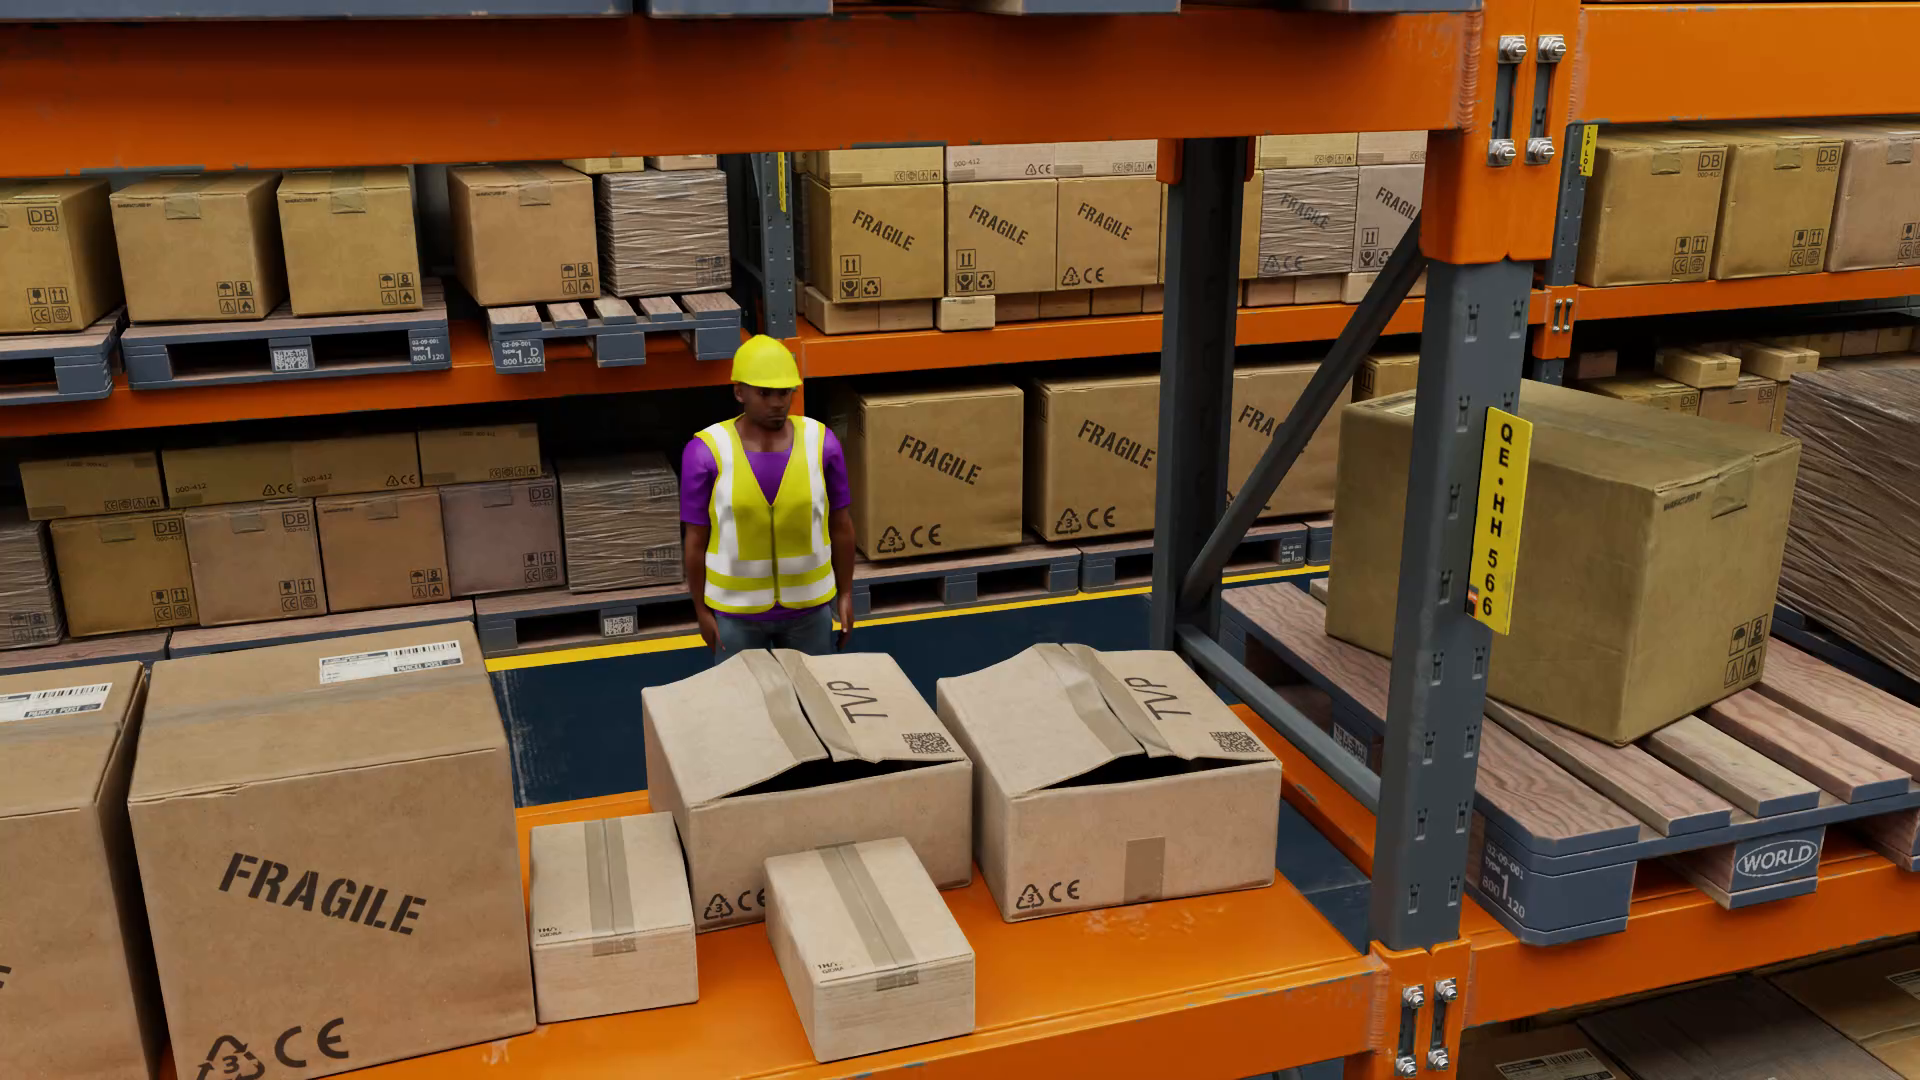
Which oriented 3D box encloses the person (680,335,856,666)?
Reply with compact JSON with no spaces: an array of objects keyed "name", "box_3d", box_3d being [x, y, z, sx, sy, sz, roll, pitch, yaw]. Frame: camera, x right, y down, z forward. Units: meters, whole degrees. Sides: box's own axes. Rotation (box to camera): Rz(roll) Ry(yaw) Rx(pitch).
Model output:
[{"name":"person","box_3d":[-0.611,0.204,5.446,0.563,1.761,0.356,-6,20,-16]}]
